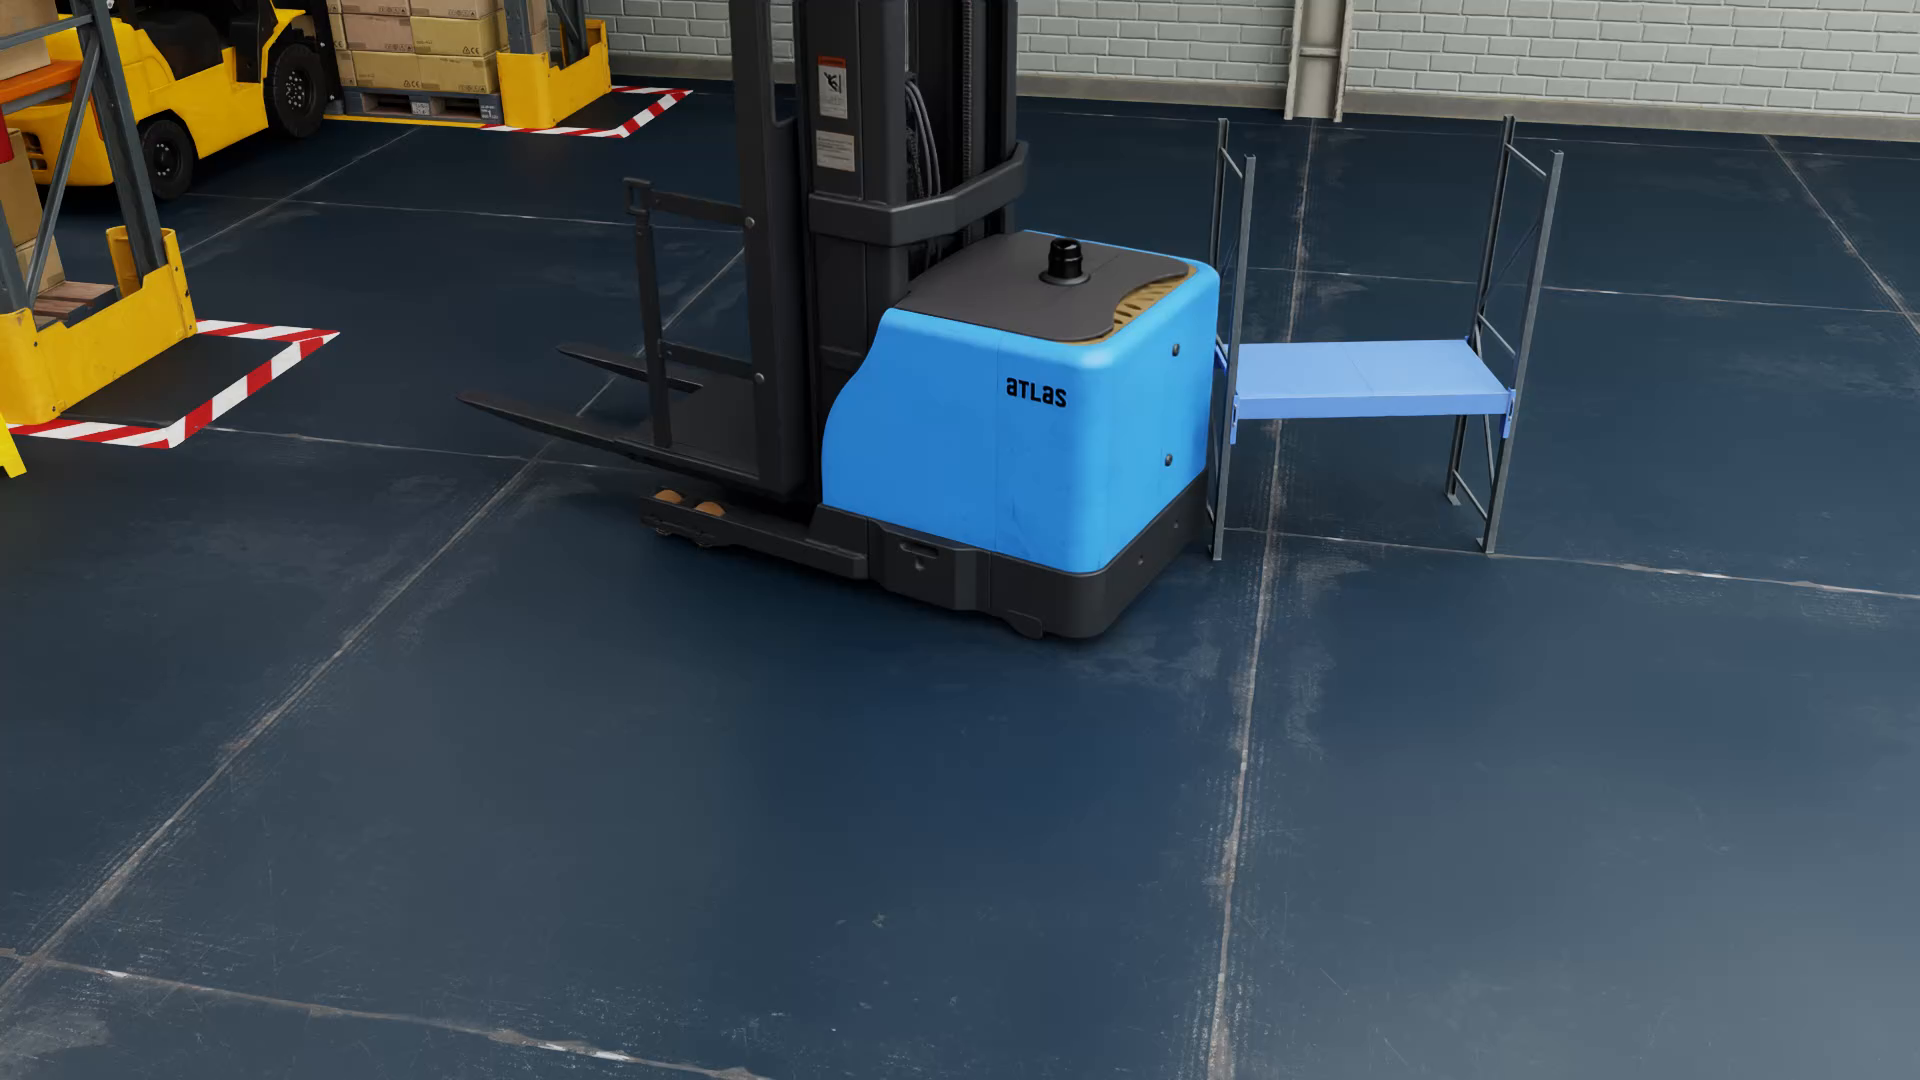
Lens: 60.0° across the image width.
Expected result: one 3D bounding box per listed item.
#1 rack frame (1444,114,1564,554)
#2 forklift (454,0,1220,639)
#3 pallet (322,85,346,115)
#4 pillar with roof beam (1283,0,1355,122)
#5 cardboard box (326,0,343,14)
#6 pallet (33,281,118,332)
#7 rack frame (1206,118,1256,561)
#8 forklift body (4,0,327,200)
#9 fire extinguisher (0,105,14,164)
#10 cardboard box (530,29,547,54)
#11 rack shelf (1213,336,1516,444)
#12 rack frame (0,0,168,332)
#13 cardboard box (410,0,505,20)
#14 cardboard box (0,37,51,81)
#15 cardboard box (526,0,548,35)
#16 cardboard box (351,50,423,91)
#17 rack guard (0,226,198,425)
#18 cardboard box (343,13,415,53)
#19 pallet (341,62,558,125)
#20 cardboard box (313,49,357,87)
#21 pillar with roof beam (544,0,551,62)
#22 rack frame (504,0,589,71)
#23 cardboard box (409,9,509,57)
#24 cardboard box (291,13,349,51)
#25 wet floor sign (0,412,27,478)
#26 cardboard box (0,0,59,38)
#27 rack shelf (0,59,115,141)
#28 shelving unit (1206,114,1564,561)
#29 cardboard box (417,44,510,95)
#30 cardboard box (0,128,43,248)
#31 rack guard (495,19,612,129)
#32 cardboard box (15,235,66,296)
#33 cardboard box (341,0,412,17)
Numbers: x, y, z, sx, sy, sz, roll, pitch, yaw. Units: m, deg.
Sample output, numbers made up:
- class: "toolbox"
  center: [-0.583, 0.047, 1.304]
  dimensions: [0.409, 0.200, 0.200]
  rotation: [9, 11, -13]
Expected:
- class: "rack frame"
  center: [1.947, -0.725, 6.012]
  dimensions: [0.032, 1.500, 0.500]
  rotation: [-1, 29, -3]
- class: "forklift"
  center: [-0.616, -1.460, 5.865]
  dimensions: [3.031, 2.935, 1.130]
  rotation: [16, 32, 26]
- class: "pallet"
  center: [-4.833, -3.376, 12.196]
  dimensions: [1.213, 0.211, 1.003]
  rotation: [6, 29, 11]
- class: "pillar with roof beam"
  center: [1.589, -4.920, 5.865]
  dimensions: [0.400, 9.000, 9.100]
  rotation: [6, 29, 11]
- class: "cardboard box"
  center: [-4.398, -3.829, 11.506]
  dimensions: [0.500, 0.250, 0.500]
  rotation: [6, 29, 11]
- class: "pallet"
  center: [-4.781, -0.970, 7.801]
  dimensions: [1.213, 0.211, 1.003]
  rotation: [6, 29, 11]
- class: "rack frame"
  center: [0.931, -0.700, 5.967]
  dimensions: [0.032, 1.500, 0.500]
  rotation: [-1, 29, -3]
- class: "forklift body"
  center: [-5.122, -3.380, 10.183]
  dimensions: [1.214, 2.155, 2.313]
  rotation: [6, 29, 11]
- class: "fire extinguisher"
  center: [-3.904, -1.825, 6.541]
  dimensions: [0.183, 0.674, 0.296]
  rotation: [6, 29, 11]
- class: "cardboard box"
  center: [-3.326, -3.538, 12.014]
  dimensions: [0.500, 0.250, 0.500]
  rotation: [6, 29, 11]
- class: "rack shelf"
  center: [1.439, -0.555, 6.076]
  dimensions: [1.000, 0.185, 0.538]
  rotation: [-1, 29, -3]
- class: "rack frame"
  center: [-3.919, -2.087, 6.938]
  dimensions: [0.127, 3.000, 1.000]
  rotation: [6, 29, 11]
- class: "cardboard box"
  center: [-3.402, -3.735, 11.333]
  dimensions: [0.500, 0.250, 0.500]
  rotation: [7, 29, 12]
- class: "cardboard box"
  center: [-4.208, -2.108, 7.239]
  dimensions: [0.250, 0.149, 0.380]
  rotation: [6, 29, 11]
- class: "cardboard box"
  center: [-3.303, -3.761, 11.901]
  dimensions: [0.500, 0.250, 0.500]
  rotation: [6, 29, 11]
- class: "cardboard box"
  center: [-3.896, -3.350, 11.671]
  dimensions: [0.500, 0.250, 0.500]
  rotation: [6, 29, 11]
- class: "rack guard"
  center: [-3.994, -0.998, 7.553]
  dimensions: [0.348, 0.500, 1.175]
  rotation: [6, 29, 11]
- class: "cardboard box"
  center: [-3.916, -3.573, 11.558]
  dimensions: [0.500, 0.250, 0.500]
  rotation: [6, 29, 10]
- class: "pallet"
  center: [-3.643, -3.252, 11.971]
  dimensions: [1.213, 0.211, 1.003]
  rotation: [6, 29, 11]
- class: "cardboard box"
  center: [-4.384, -3.404, 11.770]
  dimensions: [0.500, 0.250, 0.500]
  rotation: [6, 29, 11]
- class: "pillar with roof beam"
  center: [-4.278, -5.521, 6.964]
  dimensions: [0.400, 9.000, 9.100]
  rotation: [6, 29, 11]
- class: "rack frame"
  center: [-2.887, -4.418, 11.197]
  dimensions: [0.127, 3.000, 1.000]
  rotation: [6, 29, 11]
- class: "cardboard box"
  center: [-3.428, -3.518, 11.457]
  dimensions: [0.500, 0.250, 0.500]
  rotation: [5, 29, 10]
- class: "cardboard box"
  center: [-4.425, -3.615, 11.635]
  dimensions: [0.500, 0.250, 0.500]
  rotation: [5, 29, 9]
- class: "wet floor sign"
  center: [-3.957, -0.533, 6.551]
  dimensions: [0.232, 0.644, 0.267]
  rotation: [17, 33, 28]
- class: "cardboard box"
  center: [-4.325, -2.439, 7.168]
  dimensions: [0.500, 0.500, 0.500]
  rotation: [5, 29, 10]
- class: "rack shelf"
  center: [-5.875, -1.972, 7.477]
  dimensions: [4.000, 0.370, 1.077]
  rotation: [6, 29, 11]
- class: "shelving unit"
  center: [1.439, -0.712, 5.990]
  dimensions: [1.048, 1.500, 0.538]
  rotation: [-1, 29, -3]
- class: "cardboard box"
  center: [-3.412, -3.295, 11.571]
  dimensions: [0.500, 0.250, 0.500]
  rotation: [6, 29, 11]
- class: "cardboard box"
  center: [-4.674, -1.607, 7.707]
  dimensions: [0.500, 0.500, 0.500]
  rotation: [5, 29, 9]
- class: "rack guard"
  center: [-2.863, -3.320, 11.793]
  dimensions: [0.348, 0.500, 1.175]
  rotation: [6, 29, 11]
- class: "cardboard box"
  center: [-4.651, -1.276, 7.883]
  dimensions: [0.500, 0.250, 0.500]
  rotation: [6, 29, 10]
- class: "cardboard box"
  center: [-3.903, -3.783, 11.422]
  dimensions: [0.500, 0.250, 0.500]
  rotation: [6, 29, 11]
